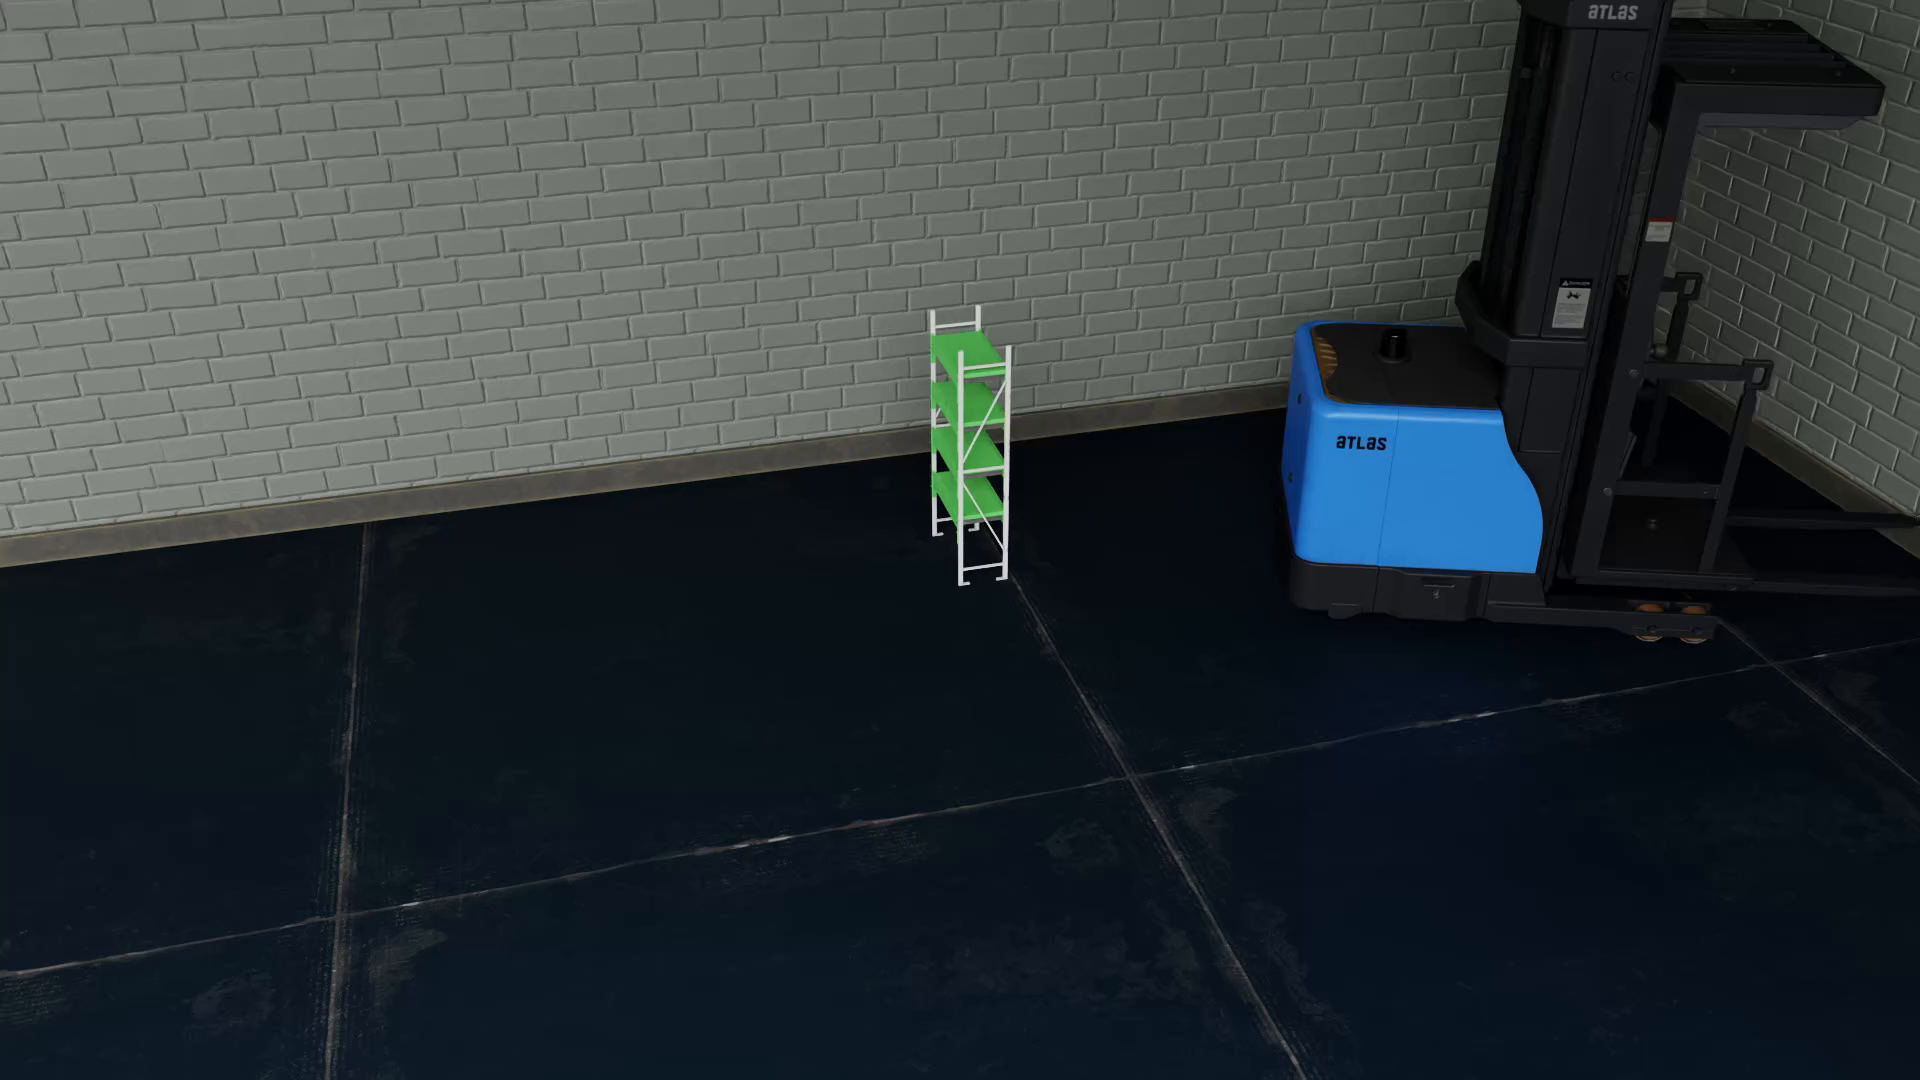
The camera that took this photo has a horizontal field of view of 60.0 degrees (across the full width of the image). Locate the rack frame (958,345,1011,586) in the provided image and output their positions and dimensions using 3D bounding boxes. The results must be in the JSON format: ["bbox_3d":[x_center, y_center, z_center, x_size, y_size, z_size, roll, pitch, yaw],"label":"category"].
[{"bbox_3d":[0.109,-0.321,7.608,0.240,1.200,0.015,-8,31,-13],"label":"rack frame"}]

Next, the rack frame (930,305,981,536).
[{"bbox_3d":[-0.021,-0.557,8.015,0.240,1.200,0.015,-8,31,-13],"label":"rack frame"}]

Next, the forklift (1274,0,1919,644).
[{"bbox_3d":[3.050,-1.084,7.198,3.031,2.935,1.130,3,30,5],"label":"forklift"}]

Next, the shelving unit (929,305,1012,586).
[{"bbox_3d":[0.044,-0.439,7.811,0.258,1.200,0.503,-8,31,-13],"label":"shelving unit"}]

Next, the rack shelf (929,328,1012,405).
[{"bbox_3d":[0.044,-0.799,7.603,0.258,0.148,0.480,-8,31,-13],"label":"rack shelf"}]

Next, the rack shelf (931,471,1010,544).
[{"bbox_3d":[0.044,-0.176,7.964,0.258,0.148,0.480,-8,31,-13],"label":"rack shelf"}]

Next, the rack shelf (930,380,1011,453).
[{"bbox_3d":[0.044,-0.592,7.723,0.258,0.148,0.480,-8,31,-13],"label":"rack shelf"}]

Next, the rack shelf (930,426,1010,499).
[{"bbox_3d":[0.044,-0.384,7.843,0.258,0.148,0.480,-8,31,-13],"label":"rack shelf"}]
